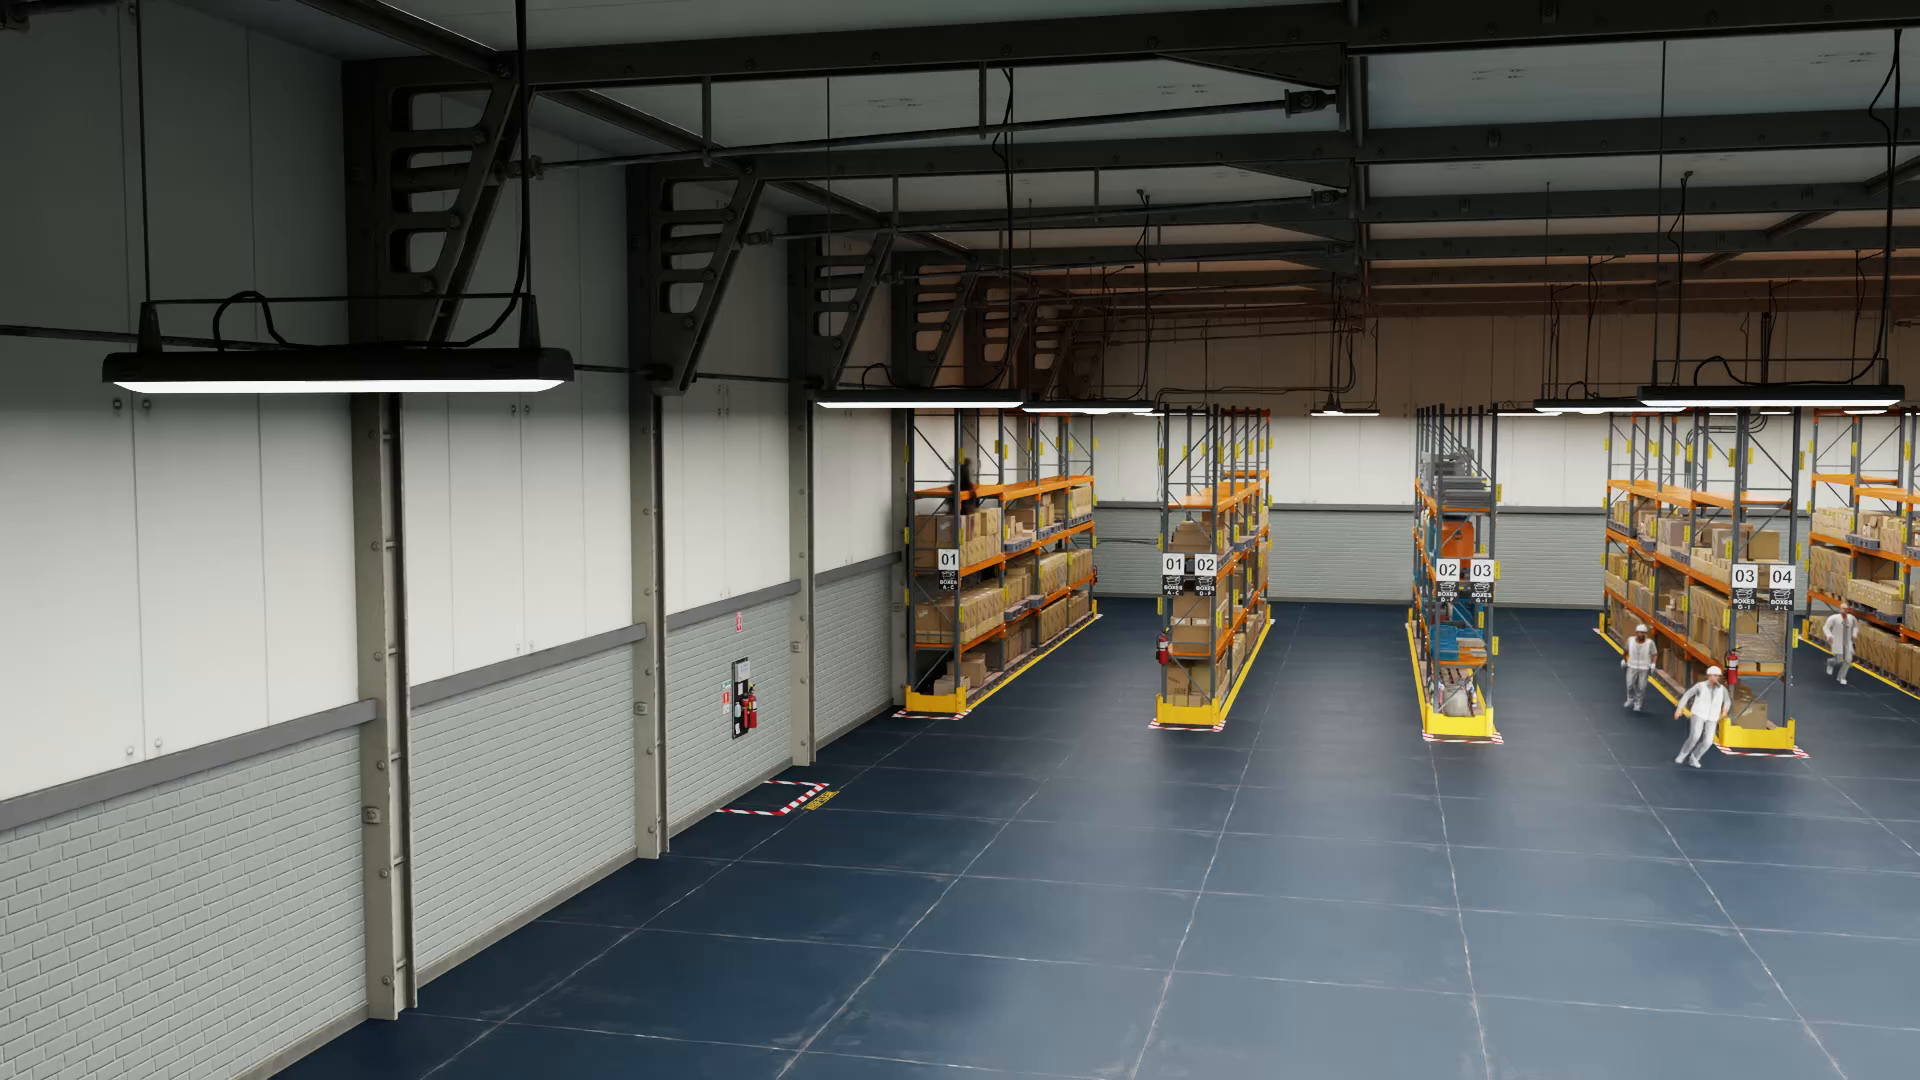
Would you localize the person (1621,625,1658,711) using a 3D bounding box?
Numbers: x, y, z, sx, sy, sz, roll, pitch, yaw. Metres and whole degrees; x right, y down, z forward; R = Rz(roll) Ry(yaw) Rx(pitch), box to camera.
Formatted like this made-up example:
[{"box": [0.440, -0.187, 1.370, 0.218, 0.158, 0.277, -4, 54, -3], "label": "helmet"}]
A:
[{"box": [13.194, 2.496, 32.322, 0.697, 1.732, 0.796, 2, 5, 26], "label": "person"}]

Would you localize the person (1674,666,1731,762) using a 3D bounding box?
[{"box": [12.251, 2.876, 27.307, 0.839, 1.618, 0.593, 0, 4, -2], "label": "person"}]

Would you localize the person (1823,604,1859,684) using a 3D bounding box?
[{"box": [19.186, 2.239, 36.220, 0.726, 1.734, 0.721, 0, 4, 2], "label": "person"}]
